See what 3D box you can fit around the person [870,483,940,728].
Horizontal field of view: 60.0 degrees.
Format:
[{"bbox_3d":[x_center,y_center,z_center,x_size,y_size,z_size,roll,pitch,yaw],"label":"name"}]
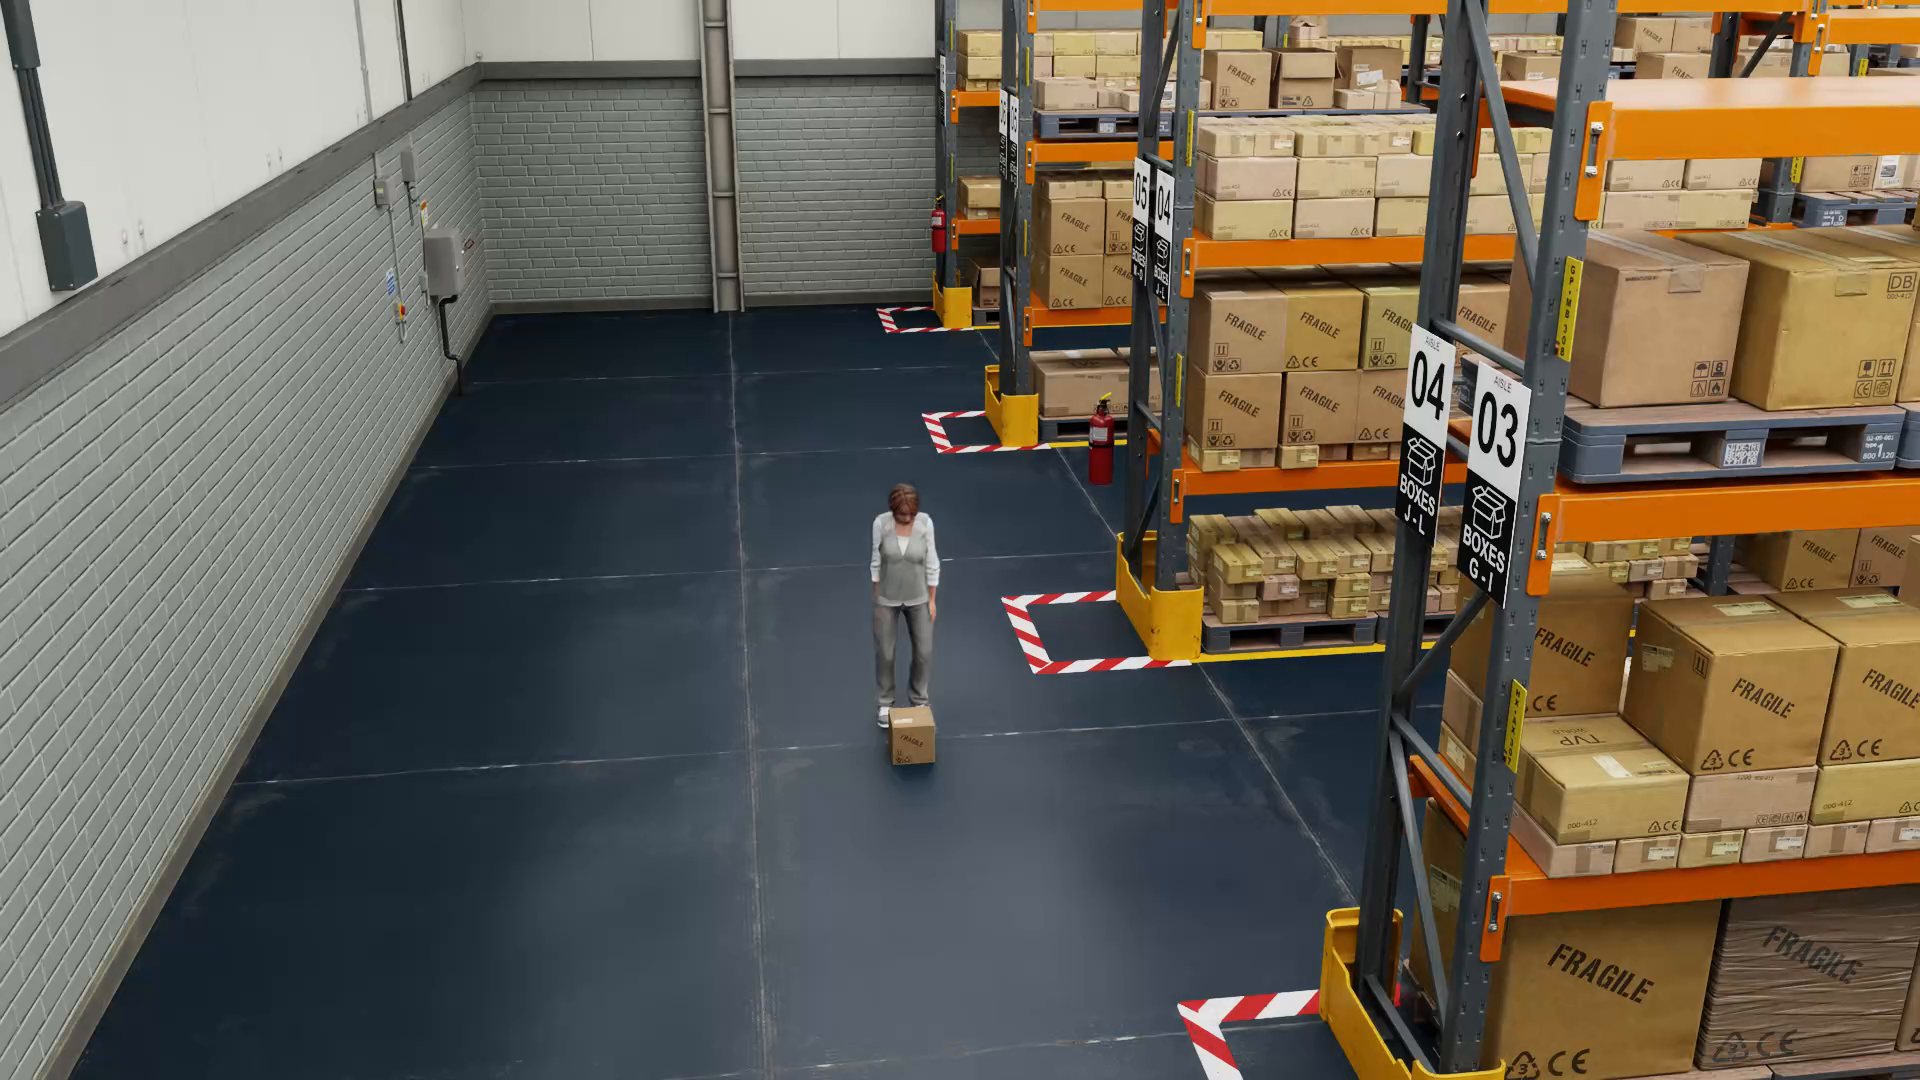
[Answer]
[{"bbox_3d":[-0.331,0.384,10.100,0.420,1.573,0.354,-2,20,-6],"label":"person"}]
